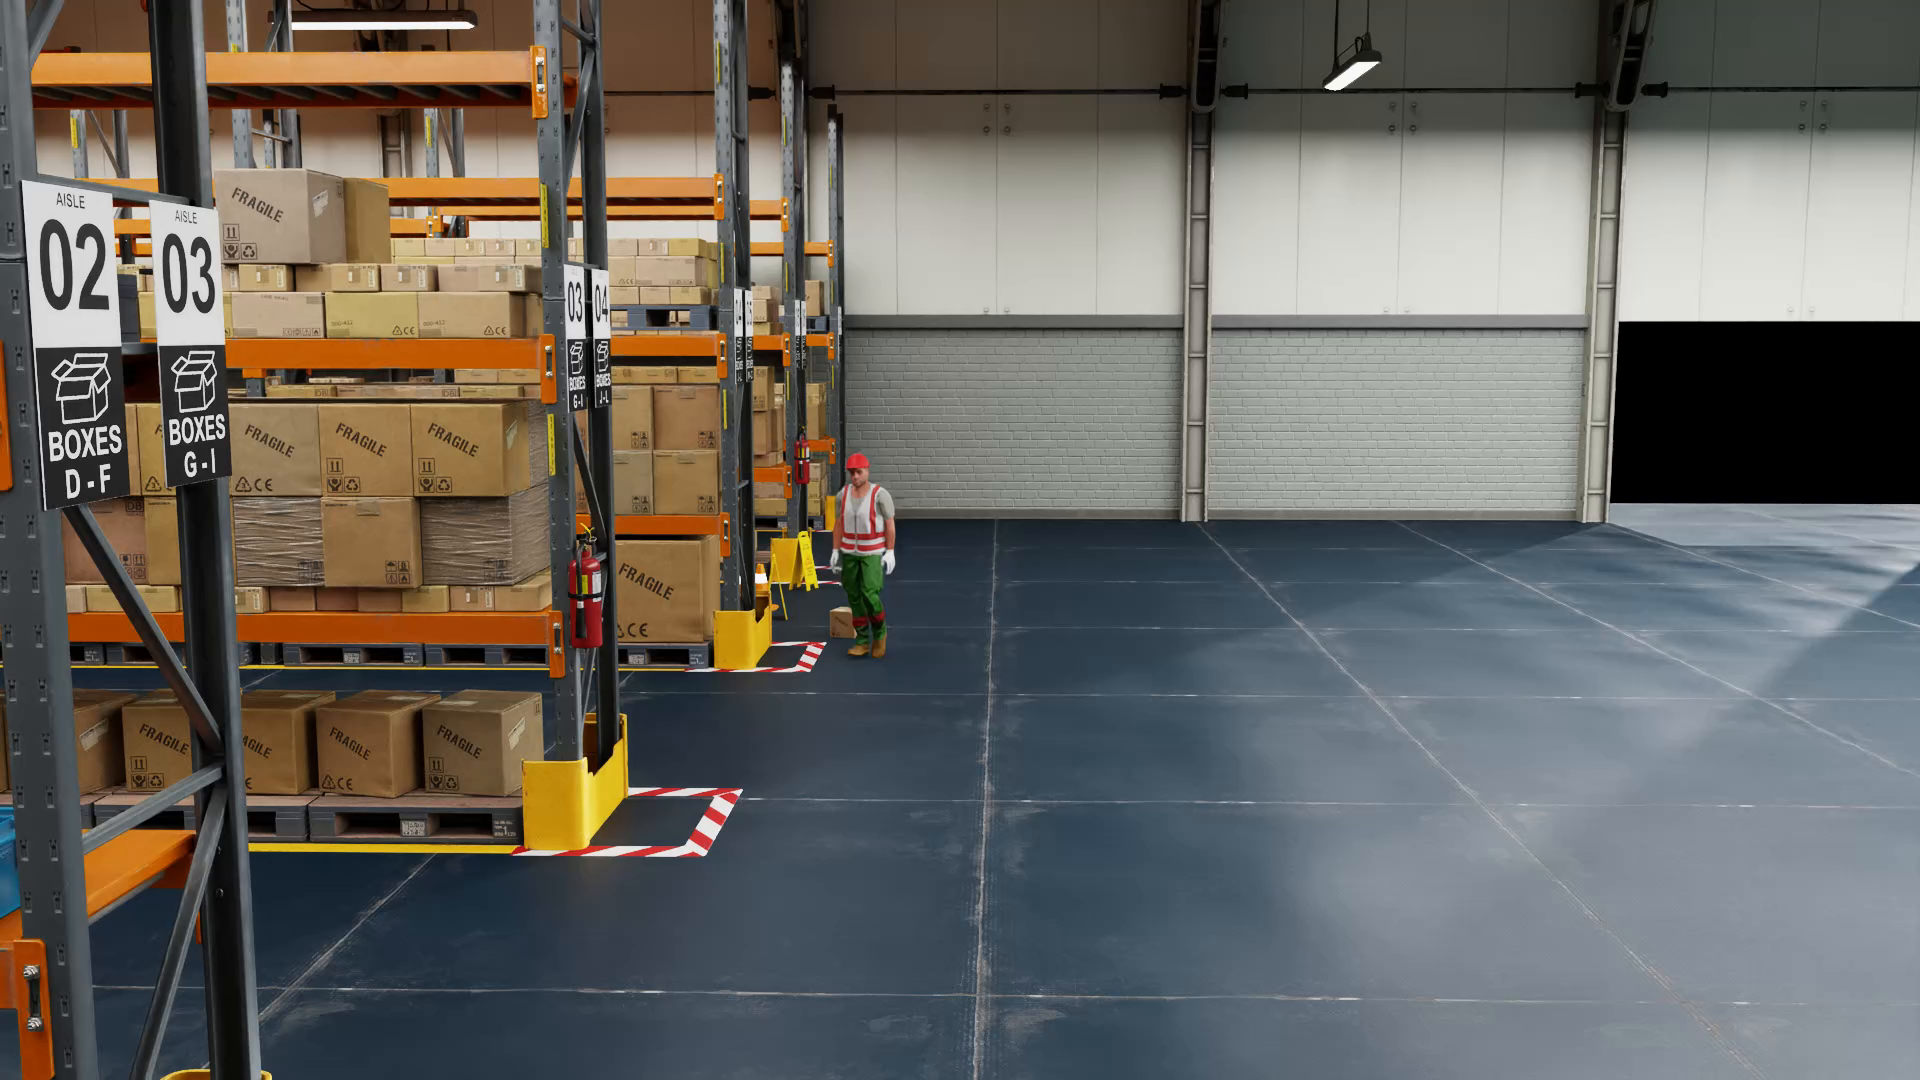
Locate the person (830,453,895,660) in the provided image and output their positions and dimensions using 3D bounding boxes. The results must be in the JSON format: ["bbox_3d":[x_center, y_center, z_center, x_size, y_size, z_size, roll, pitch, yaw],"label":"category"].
[{"bbox_3d":[-0.847,0.148,14.408,0.547,1.804,0.430,3,8,22],"label":"person"}]
